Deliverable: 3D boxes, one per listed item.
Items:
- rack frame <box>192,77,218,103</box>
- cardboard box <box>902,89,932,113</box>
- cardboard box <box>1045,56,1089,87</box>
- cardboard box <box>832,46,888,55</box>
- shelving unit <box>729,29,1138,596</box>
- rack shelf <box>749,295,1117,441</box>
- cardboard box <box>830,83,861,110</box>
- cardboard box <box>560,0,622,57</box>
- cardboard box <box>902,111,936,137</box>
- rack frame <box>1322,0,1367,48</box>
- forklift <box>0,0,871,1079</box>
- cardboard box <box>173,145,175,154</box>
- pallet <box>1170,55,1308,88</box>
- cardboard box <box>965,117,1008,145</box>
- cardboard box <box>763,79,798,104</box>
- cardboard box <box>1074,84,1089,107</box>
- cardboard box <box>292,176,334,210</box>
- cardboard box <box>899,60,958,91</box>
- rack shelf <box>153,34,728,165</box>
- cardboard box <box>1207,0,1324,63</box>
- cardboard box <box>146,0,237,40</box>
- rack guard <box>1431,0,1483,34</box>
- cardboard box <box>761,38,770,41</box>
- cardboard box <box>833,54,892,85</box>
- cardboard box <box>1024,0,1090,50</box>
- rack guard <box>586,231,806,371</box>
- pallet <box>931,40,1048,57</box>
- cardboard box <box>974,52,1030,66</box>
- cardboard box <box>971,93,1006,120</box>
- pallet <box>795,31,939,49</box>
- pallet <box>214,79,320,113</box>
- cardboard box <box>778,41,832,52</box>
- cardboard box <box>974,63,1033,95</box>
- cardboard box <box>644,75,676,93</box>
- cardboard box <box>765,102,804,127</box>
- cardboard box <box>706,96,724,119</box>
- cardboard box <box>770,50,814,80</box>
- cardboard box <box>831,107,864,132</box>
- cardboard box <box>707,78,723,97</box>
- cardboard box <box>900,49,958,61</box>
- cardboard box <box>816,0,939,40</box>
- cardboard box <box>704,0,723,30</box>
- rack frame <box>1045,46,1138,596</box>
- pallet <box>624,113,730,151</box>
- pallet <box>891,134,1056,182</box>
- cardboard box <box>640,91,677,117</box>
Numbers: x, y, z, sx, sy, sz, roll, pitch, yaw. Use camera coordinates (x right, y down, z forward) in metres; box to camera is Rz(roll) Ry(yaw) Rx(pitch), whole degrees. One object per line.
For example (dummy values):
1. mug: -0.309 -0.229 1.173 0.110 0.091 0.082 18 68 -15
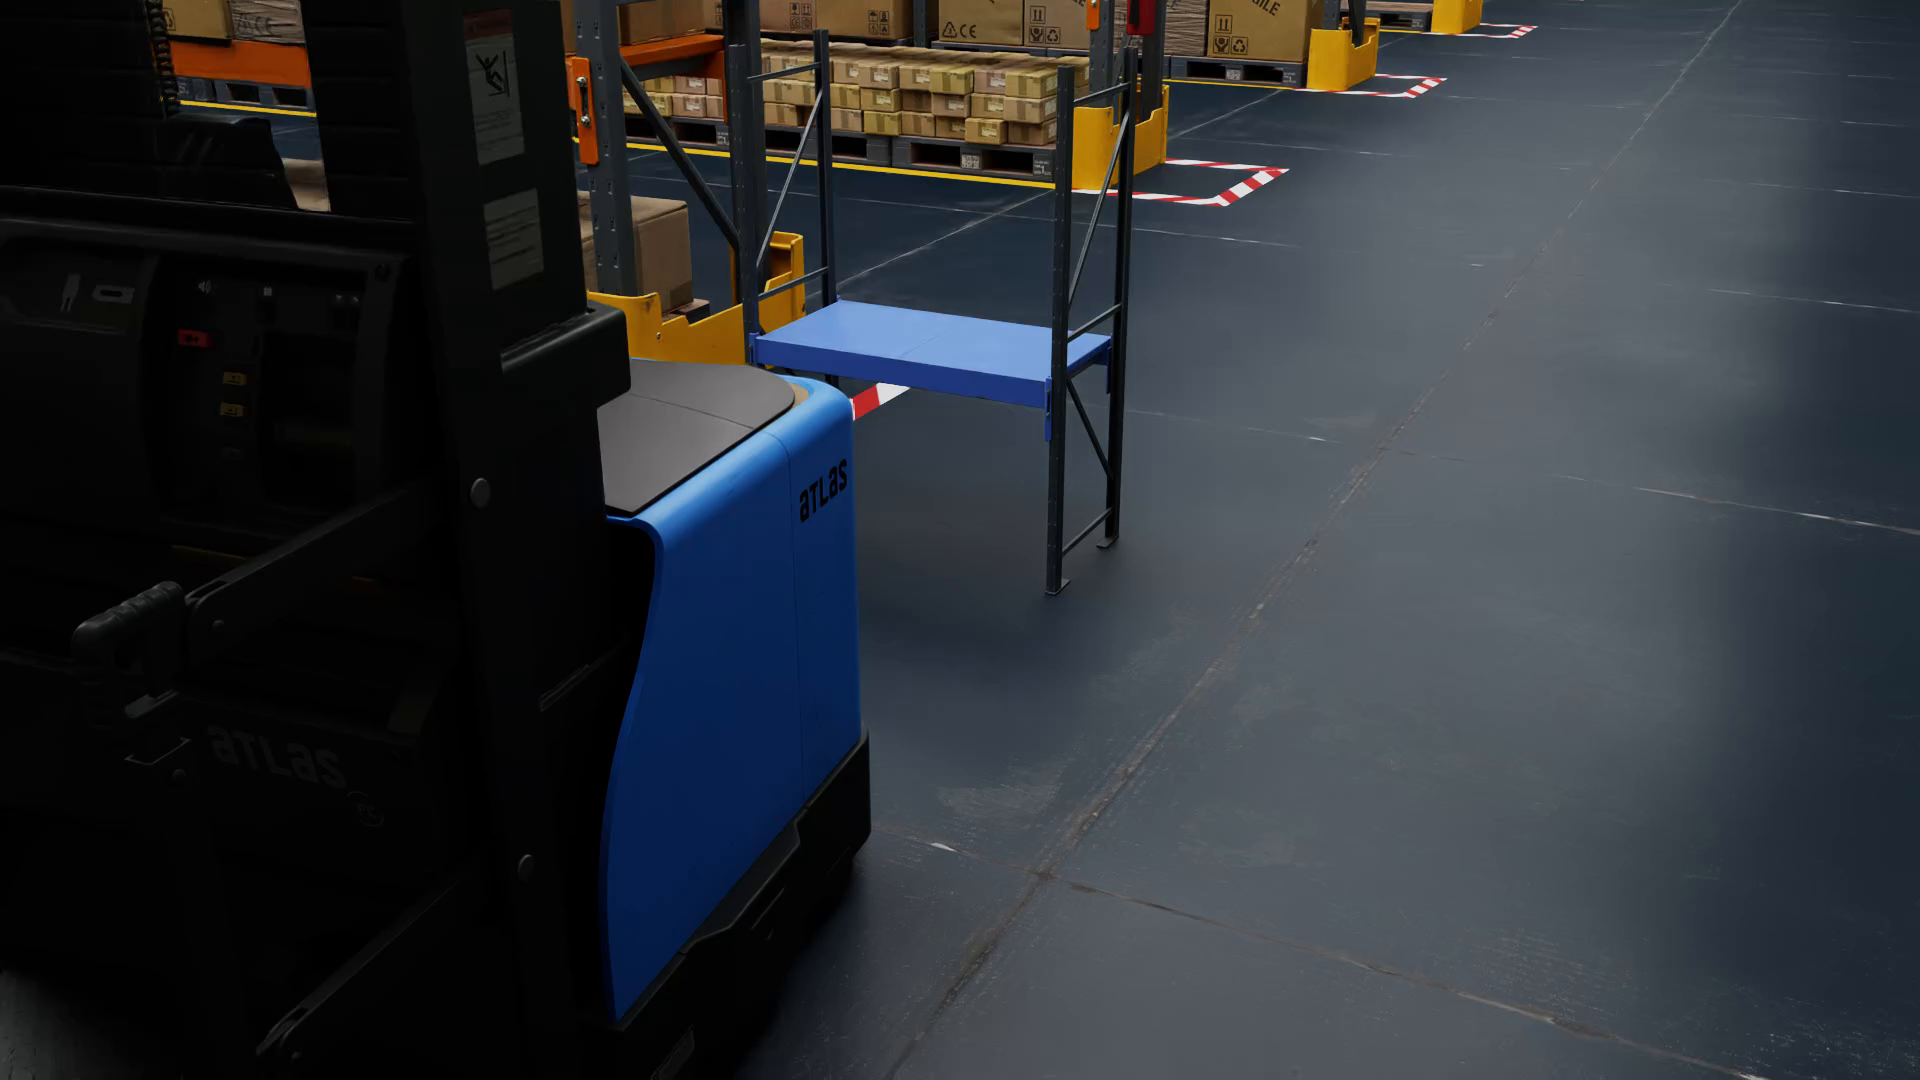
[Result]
1. rack frame: -6.070 -5.188 13.616 0.127 3.000 1.000 11 25 25
2. cardboard box: -0.188 -2.961 11.107 0.250 0.149 0.380 11 25 24
3. cardboard box: 0.756 -3.141 11.150 0.250 0.149 0.380 10 25 22
4. cardboard box: -0.695 -3.378 11.706 0.250 0.149 0.380 11 26 25
5. shelving unit: -0.076 -0.705 4.992 1.048 1.500 0.538 11 25 25
6. rack shelf: -0.076 -0.540 5.062 1.000 0.185 0.538 11 25 25
7. cardboard box: -0.683 -3.017 11.237 0.250 0.149 0.380 13 26 27
8. cardboard box: -1.623 -2.067 6.150 0.500 0.500 0.500 11 26 25
9. cardboard box: -0.192 -2.802 11.113 0.250 0.149 0.380 11 26 25
10. rack frame: 3.398 -5.490 14.325 0.127 3.000 1.000 11 25 25
11. forklift: -1.184 -0.197 1.968 1.130 2.935 3.031 8 24 19
12. cardboard box: -4.131 -1.601 7.918 0.875 0.438 0.875 11 25 24
13. pallet: 2.649 -4.320 15.139 1.213 0.211 1.003 11 25 25
14. cardboard box: 0.231 -2.687 10.841 0.250 0.149 0.380 12 26 26
15. cardboard box: -1.150 -3.108 11.451 0.250 0.149 0.380 11 25 24
16. cardboard box: 0.718 -2.975 11.140 0.250 0.149 0.380 12 26 27
17. cardboard box: -2.528 -1.283 7.171 0.875 0.438 0.875 12 26 26
18. cardboard box: -0.206 -3.069 10.979 0.250 0.149 0.380 10 25 22
19. rack shelf: -2.858 -2.051 7.158 4.000 0.370 1.077 11 25 25
20. cardboard box: 2.791 -4.790 14.859 0.875 0.875 0.875 11 25 25
21. cardboard box: -2.995 -2.335 6.780 0.500 0.500 0.500 12 26 26
22. rack guard: 5.660 -6.069 18.883 0.348 0.500 1.175 11 25 25
23. cardboard box: -1.594 -3.592 12.209 0.250 0.149 0.380 11 25 24
24. cardboard box: -0.656 -3.182 11.246 0.250 0.149 0.380 10 25 23
25. cardboard box: 1.184 -5.108 15.606 0.875 0.875 0.875 11 25 25
26. rack guard: -1.052 -0.874 6.666 0.348 0.500 1.175 11 25 25
27. pallet: 0.472 -4.751 16.152 1.213 0.211 1.003 11 25 25
28. cardboard box: 0.288 -3.237 11.375 0.250 0.149 0.380 11 25 24
29. cardboard box: 0.261 -2.852 10.849 0.250 0.149 0.380 11 25 23
30. pallet: -0.894 -5.023 16.790 1.213 0.211 1.003 11 25 25
31. pallet: -5.373 -3.766 13.836 1.213 0.211 1.003 11 25 25
32. cardboard box: -1.114 -3.503 12.001 0.250 0.149 0.380 10 25 22
33. cardboard box: 0.285 -3.000 10.816 0.250 0.149 0.380 12 26 26
34. cardboard box: -2.054 -3.310 11.928 0.250 0.149 0.380 11 26 25
35. cardboard box: -1.144 -2.971 11.510 0.250 0.149 0.380 10 25 23
36. cardboard box: -1.588 -3.086 11.780 0.250 0.149 0.380 11 25 23
37. cardboard box: -1.105 -3.276 11.466 0.250 0.149 0.380 10 25 22
38. cardboard box: -0.683 -2.881 11.297 0.250 0.149 0.380 12 26 26
39. cardboard box: -1.581 -3.231 11.742 0.250 0.149 0.380 10 25 22
40. cardboard box: -0.214 -3.304 11.533 0.250 0.149 0.380 12 26 27
41. cardboard box: -0.752 -5.517 16.569 0.875 0.875 1.225 11 26 25
42. cardboard box: -2.343 -5.828 17.301 0.875 0.875 1.225 11 26 25
43. rack frame: 0.378 -0.615 4.781 0.032 1.500 0.500 11 25 25
44. pallet: -1.885 -3.092 12.251 1.213 0.211 1.003 11 25 25
45. pallet: 0.293 -2.661 11.238 1.213 0.211 1.003 11 25 25
46. cardboard box: -2.082 -3.139 11.905 0.250 0.149 0.380 12 26 26
